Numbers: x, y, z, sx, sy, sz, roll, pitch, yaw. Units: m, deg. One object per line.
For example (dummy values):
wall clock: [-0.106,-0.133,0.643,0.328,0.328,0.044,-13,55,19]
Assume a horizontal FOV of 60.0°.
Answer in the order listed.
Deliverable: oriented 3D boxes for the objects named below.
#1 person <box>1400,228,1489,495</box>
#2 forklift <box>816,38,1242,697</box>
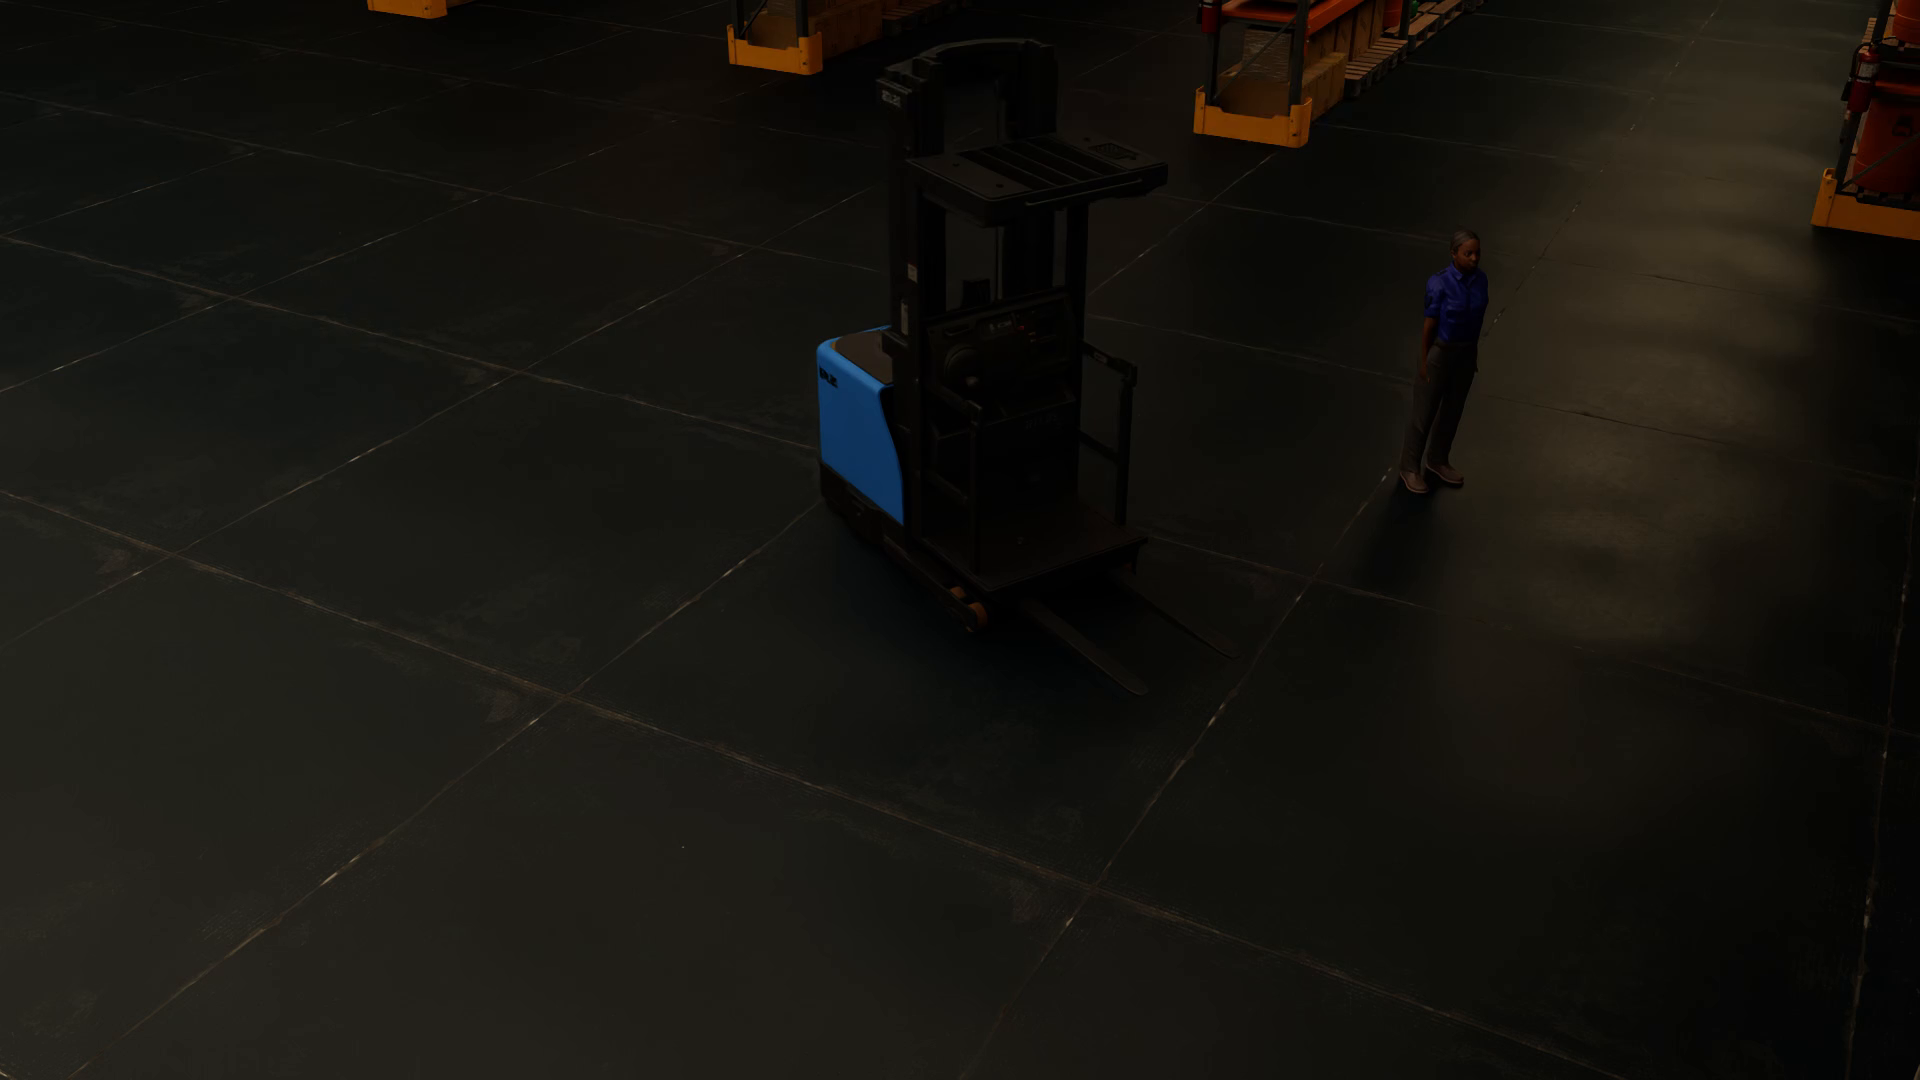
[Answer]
person: [3.021,-1.107,10.266,0.453,1.660,0.340,-13,32,-21]
forklift: [0.349,-1.031,8.857,1.130,2.935,3.031,-18,35,-28]
